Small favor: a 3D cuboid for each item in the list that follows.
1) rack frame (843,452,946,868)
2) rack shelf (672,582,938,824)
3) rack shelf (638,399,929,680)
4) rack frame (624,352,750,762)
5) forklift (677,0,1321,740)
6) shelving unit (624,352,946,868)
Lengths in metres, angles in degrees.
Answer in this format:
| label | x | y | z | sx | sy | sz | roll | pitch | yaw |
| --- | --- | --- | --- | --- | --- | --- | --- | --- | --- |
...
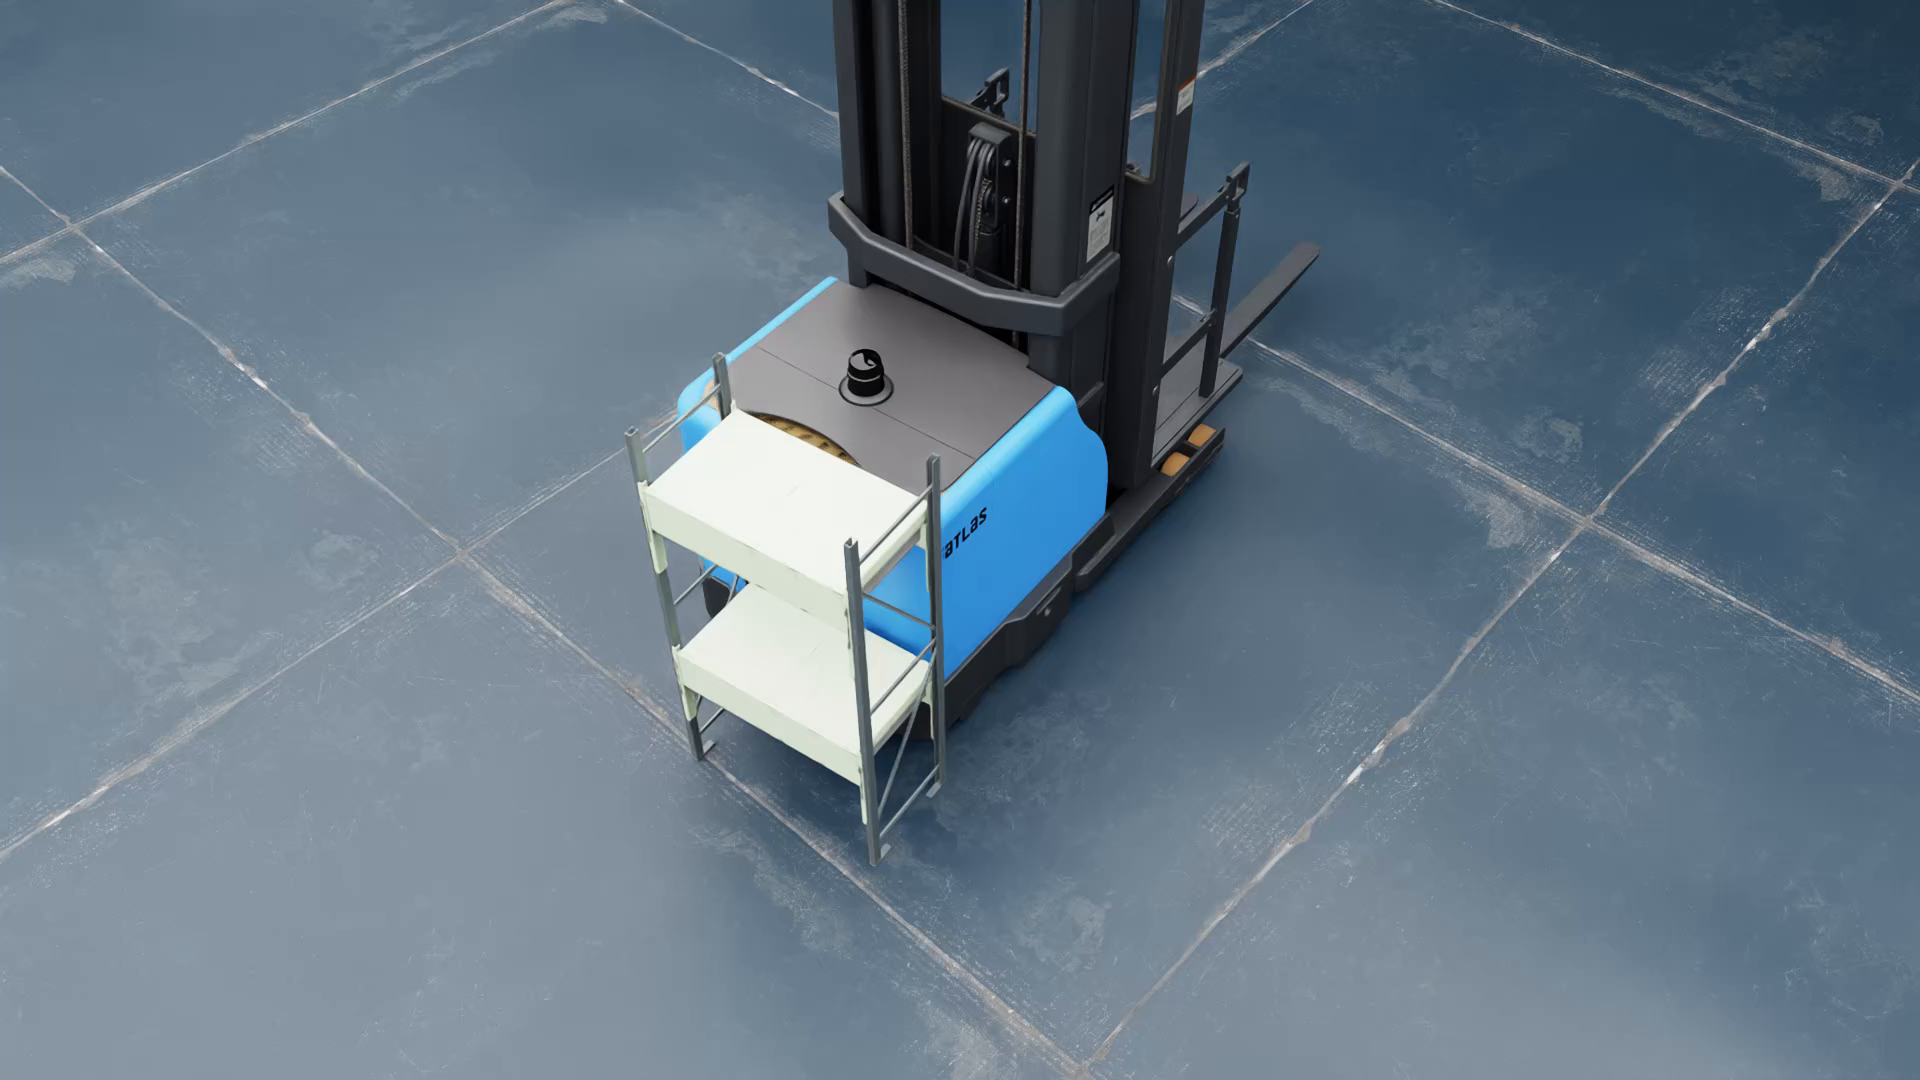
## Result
| label | x | y | z | sx | sy | sz | roll | pitch | yaw |
| --- | --- | --- | --- | --- | --- | --- | --- | --- | --- |
| rack frame | -0.170 | 0.404 | 4.839 | 0.023 | 1.500 | 0.400 | 26 | 53 | 23 |
| rack shelf | -0.472 | 0.476 | 5.219 | 0.720 | 0.370 | 0.431 | 26 | 53 | 23 |
| rack shelf | -0.475 | -0.011 | 4.693 | 0.720 | 0.370 | 0.431 | 26 | 53 | 23 |
| rack frame | -0.777 | 0.105 | 5.119 | 0.023 | 1.500 | 0.400 | 26 | 53 | 23 |
| forklift | 0.376 | -1.371 | 5.527 | 1.130 | 2.935 | 3.031 | 28 | 53 | 24 |
| shelving unit | -0.473 | 0.254 | 4.979 | 0.755 | 1.500 | 0.431 | 26 | 53 | 23 |
